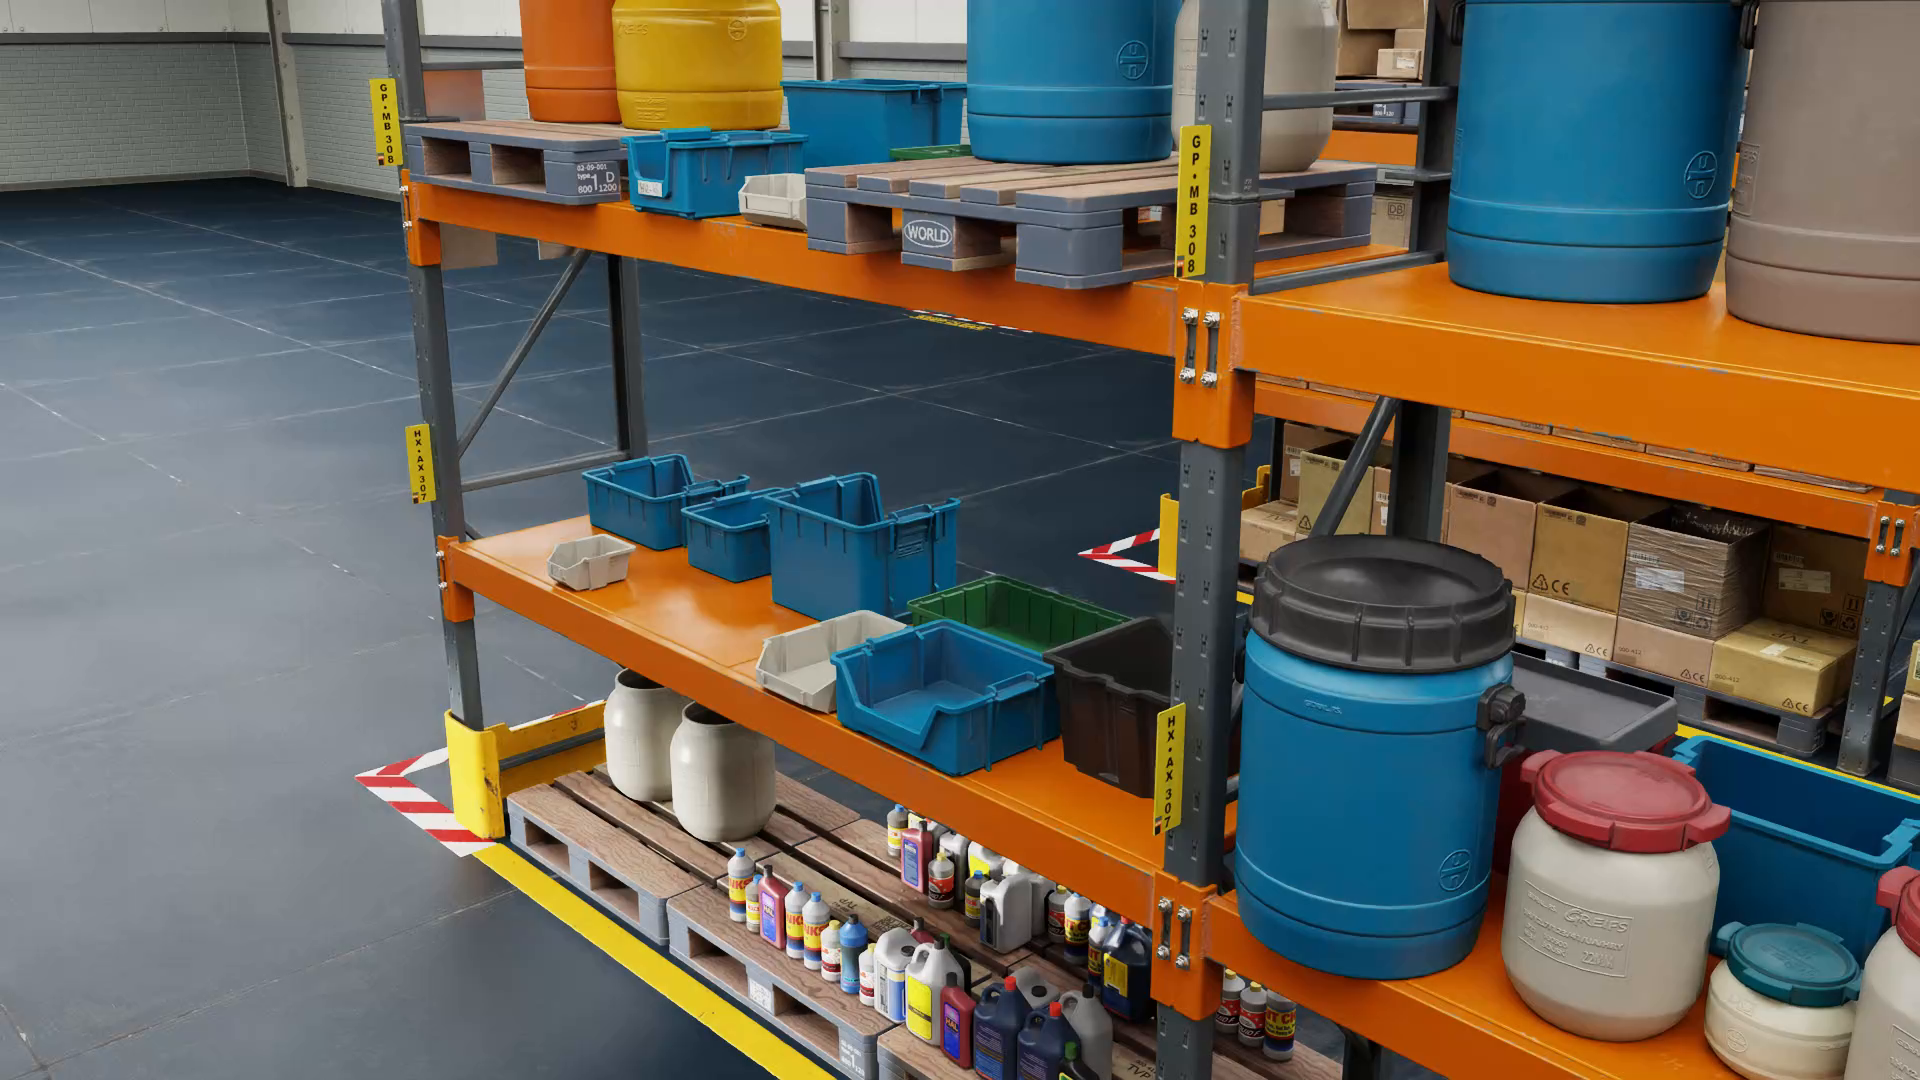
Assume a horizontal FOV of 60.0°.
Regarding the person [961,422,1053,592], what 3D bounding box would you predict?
[{"bbox_3d":[0.215,0.253,7.759,0.369,1.650,0.532,17,24,42],"label":"person"}]
